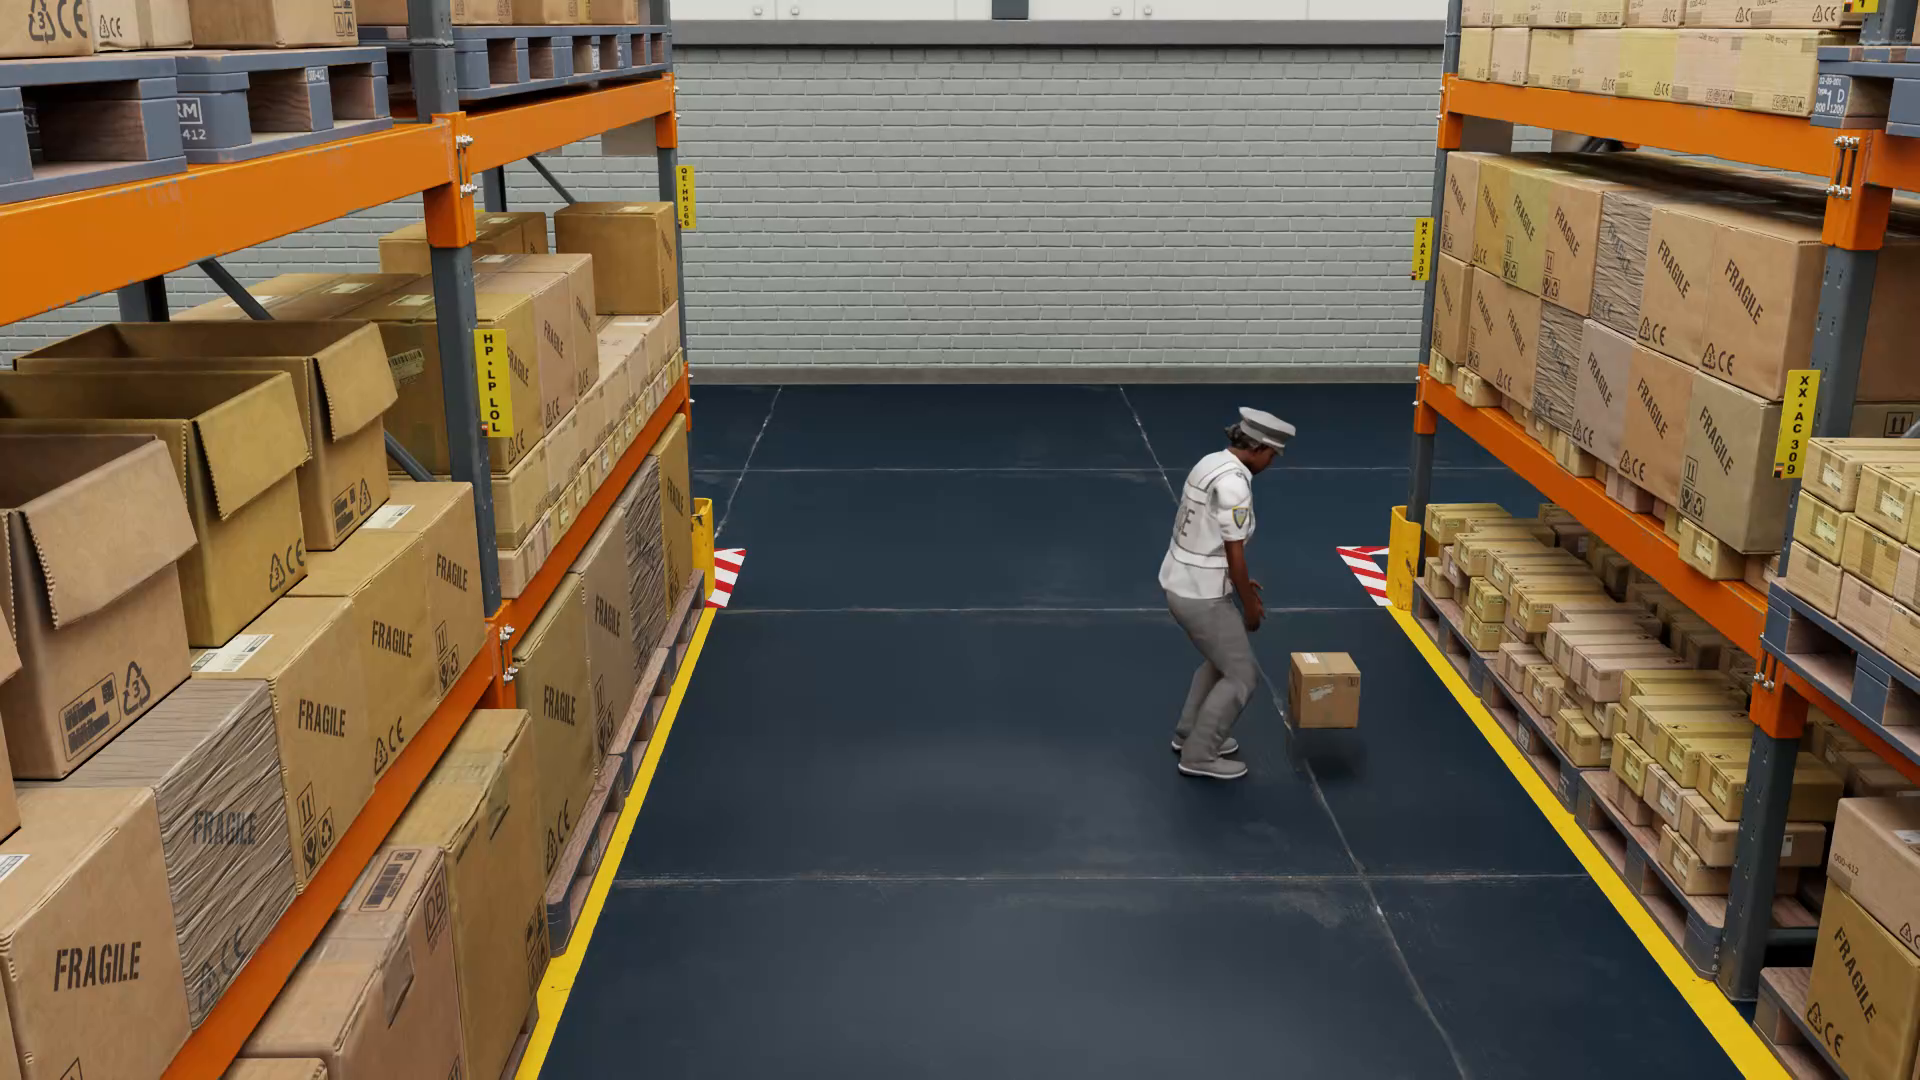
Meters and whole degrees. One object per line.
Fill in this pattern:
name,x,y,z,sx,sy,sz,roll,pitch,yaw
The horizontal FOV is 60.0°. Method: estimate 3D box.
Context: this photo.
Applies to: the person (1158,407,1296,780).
person,1.111,0.214,7.046,0.541,1.563,0.476,0,17,0
